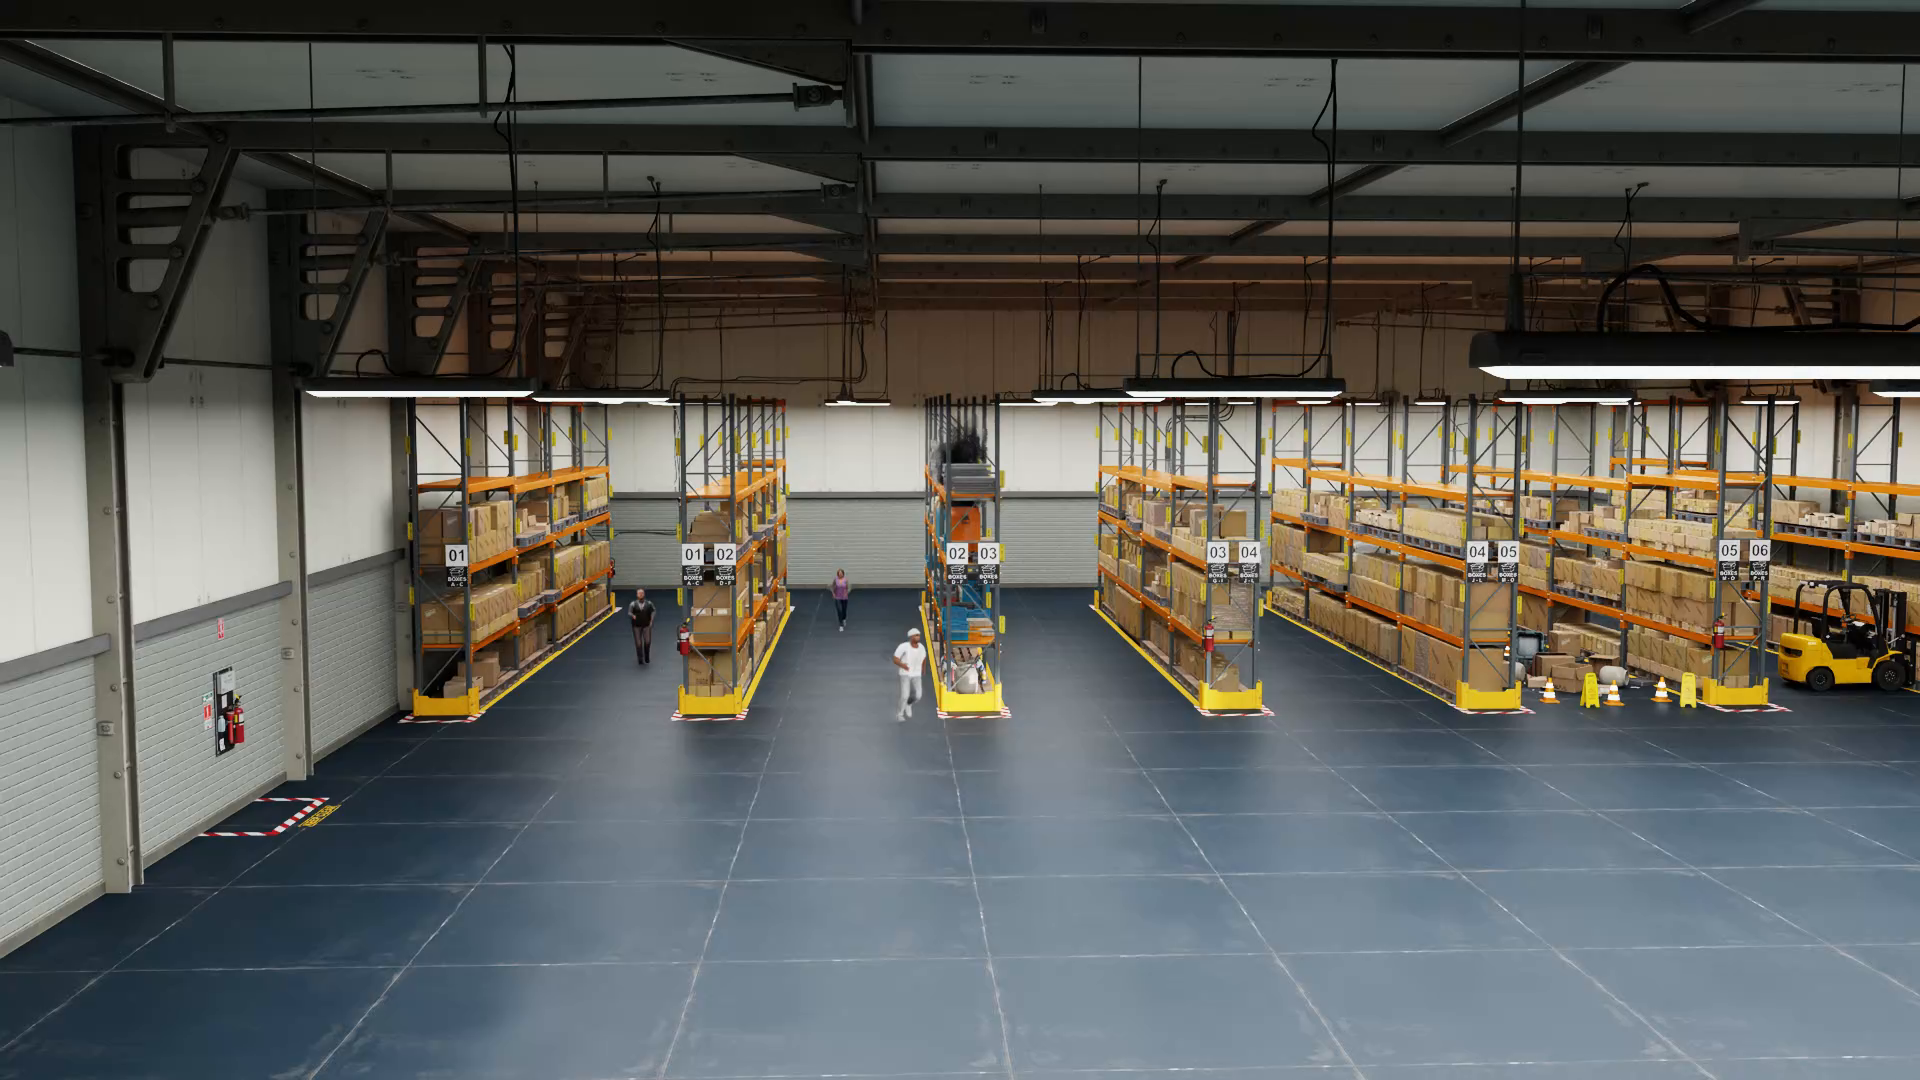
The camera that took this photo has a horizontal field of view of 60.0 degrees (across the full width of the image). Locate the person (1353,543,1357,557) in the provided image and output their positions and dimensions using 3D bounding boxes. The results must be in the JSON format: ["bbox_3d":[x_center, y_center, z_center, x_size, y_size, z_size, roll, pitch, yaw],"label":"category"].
[{"bbox_3d":[11.583,0.962,49.242,0.816,1.750,0.696,0,5,-3],"label":"person"}]

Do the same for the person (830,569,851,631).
[{"bbox_3d":[-3.101,1.538,43.102,0.546,1.586,0.661,0,5,-5],"label":"person"}]

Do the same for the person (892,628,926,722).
[{"bbox_3d":[-0.874,2.460,30.438,0.701,1.687,0.552,-2,5,-25],"label":"person"}]

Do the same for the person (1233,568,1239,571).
[{"bbox_3d":[8.132,1.039,48.850,0.807,1.744,0.806,-1,5,-8],"label":"person"}]

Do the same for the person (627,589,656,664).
[{"bbox_3d":[-7.083,1.944,37.056,0.638,1.686,0.638,-1,5,-11],"label":"person"}]
